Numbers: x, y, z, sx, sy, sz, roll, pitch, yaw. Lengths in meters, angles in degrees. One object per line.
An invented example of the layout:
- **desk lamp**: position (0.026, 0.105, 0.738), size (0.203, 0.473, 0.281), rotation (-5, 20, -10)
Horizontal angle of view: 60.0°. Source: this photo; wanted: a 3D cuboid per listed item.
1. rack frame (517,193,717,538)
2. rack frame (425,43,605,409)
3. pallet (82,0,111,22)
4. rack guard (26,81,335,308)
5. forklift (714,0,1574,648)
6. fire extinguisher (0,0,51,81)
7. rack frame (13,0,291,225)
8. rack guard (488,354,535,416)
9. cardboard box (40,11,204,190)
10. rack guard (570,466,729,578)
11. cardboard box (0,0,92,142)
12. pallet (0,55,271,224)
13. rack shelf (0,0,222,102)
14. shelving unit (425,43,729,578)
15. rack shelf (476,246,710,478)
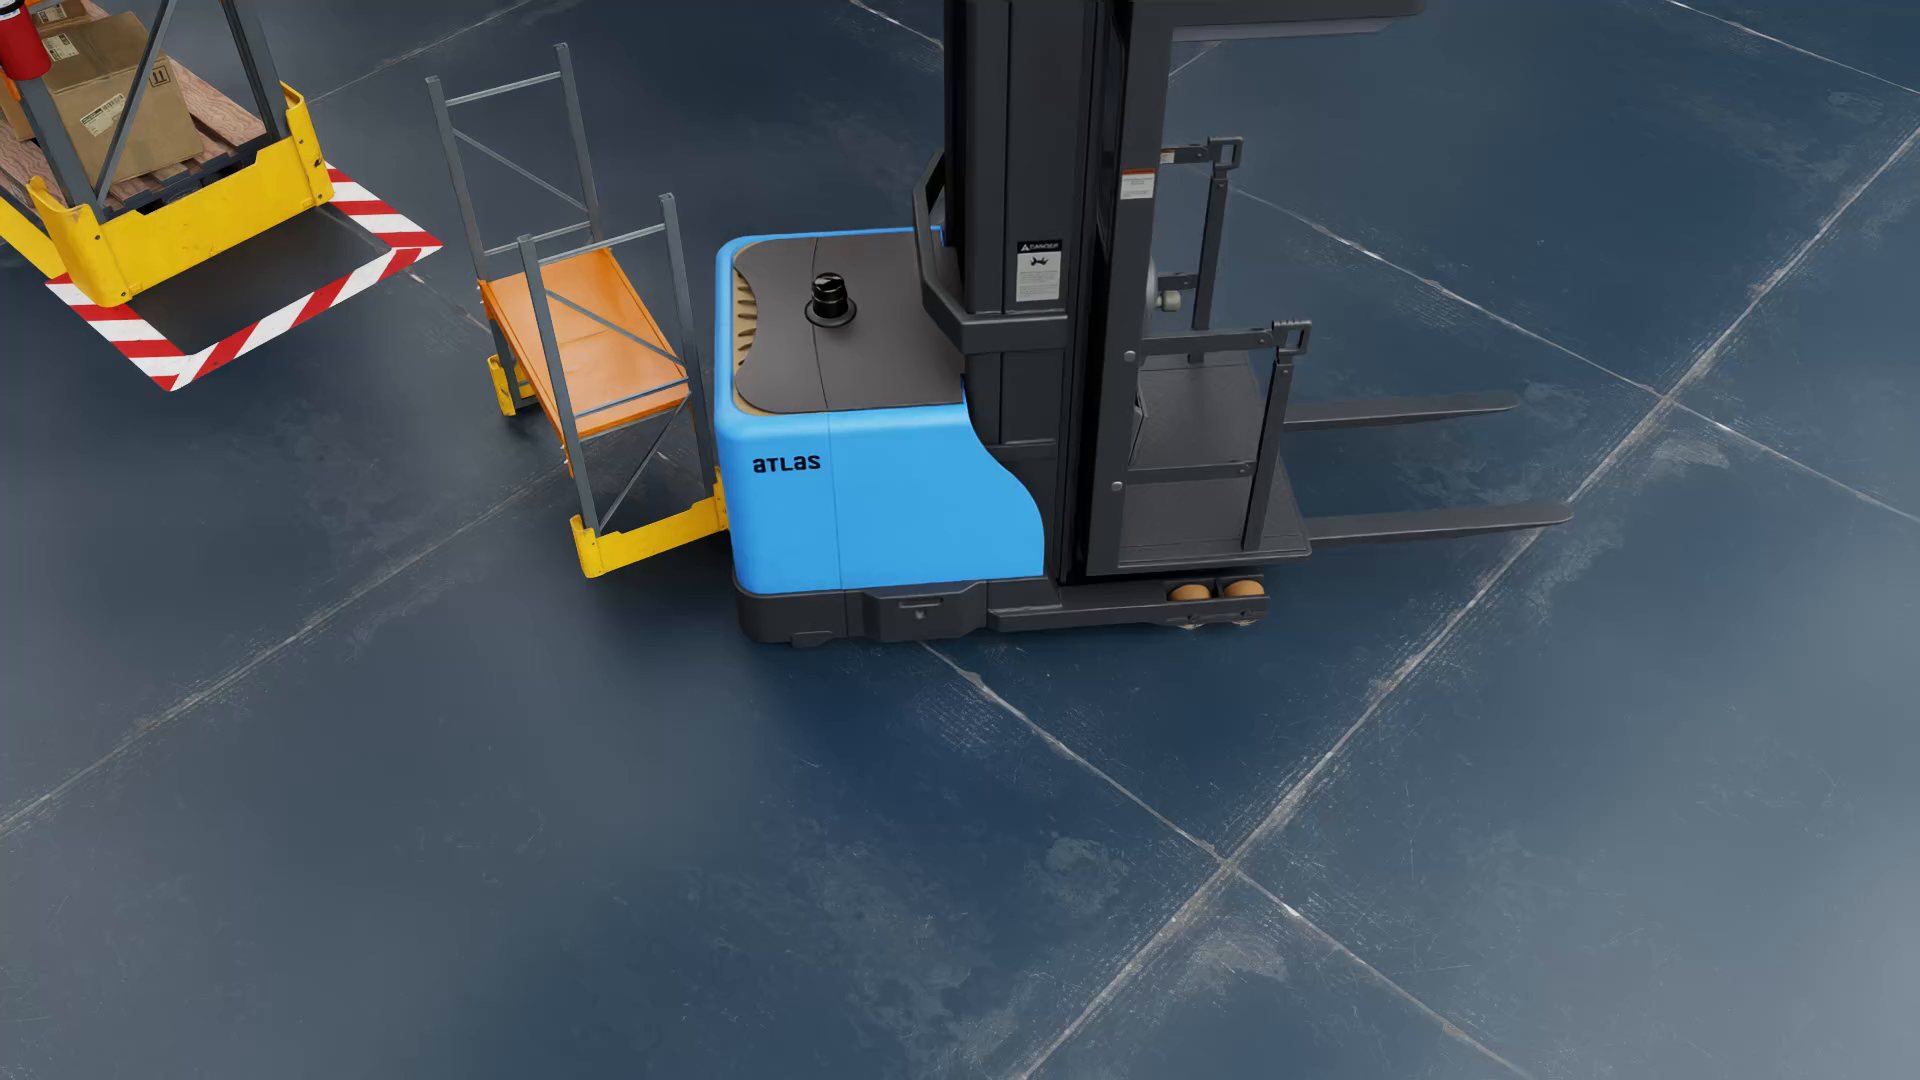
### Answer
- **rack frame**: position (-1.121, -0.482, 5.674), size (0.500, 1.500, 0.032), rotation (-21, 50, -19)
- **rack frame**: position (-1.598, -1.136, 6.288), size (0.500, 1.500, 0.032), rotation (-21, 50, -19)
- **pallet**: position (-4.882, -2.479, 8.433), size (1.213, 0.211, 1.003), rotation (34, 55, 28)
- **rack guard**: position (-3.416, -1.554, 7.366), size (0.348, 0.500, 1.175), rotation (34, 55, 28)
- **forklift**: position (0.689, -1.071, 5.245), size (3.031, 2.935, 1.130), rotation (-4, 47, -4)
- **fire extinguisher**: position (-3.589, -2.042, 6.163), size (0.183, 0.674, 0.296), rotation (34, 55, 28)
- **rack frame**: position (-3.361, -2.372, 6.420), size (0.127, 3.000, 1.000), rotation (34, 55, 28)
- **rack guard**: position (-1.597, -0.708, 6.743), size (0.587, 0.250, 0.087), rotation (-21, 50, -19)
- **cardboard box**: position (-3.808, -1.978, 7.476), size (0.500, 0.500, 0.500), rotation (-28, 53, -24)
- **rack guard**: position (-1.130, -0.067, 6.141), size (0.587, 0.250, 0.087), rotation (-21, 50, -19)
- **cardboard box**: position (-4.271, -2.255, 7.737), size (0.500, 0.500, 0.500), rotation (-25, 52, -21)
- **pallet**: position (-3.989, -1.876, 7.867), size (1.213, 0.211, 1.003), rotation (34, 55, 28)
- **rack shelf**: position (-4.830, -3.115, 7.611), size (4.000, 0.370, 1.077), rotation (34, 55, 28)
- **shelving unit**: position (-1.363, -0.815, 5.986), size (0.587, 1.500, 1.083), rotation (-21, 50, -19)
- **rack shelf**: position (-1.359, -0.686, 6.112), size (0.538, 0.185, 1.000), rotation (-21, 50, -19)
